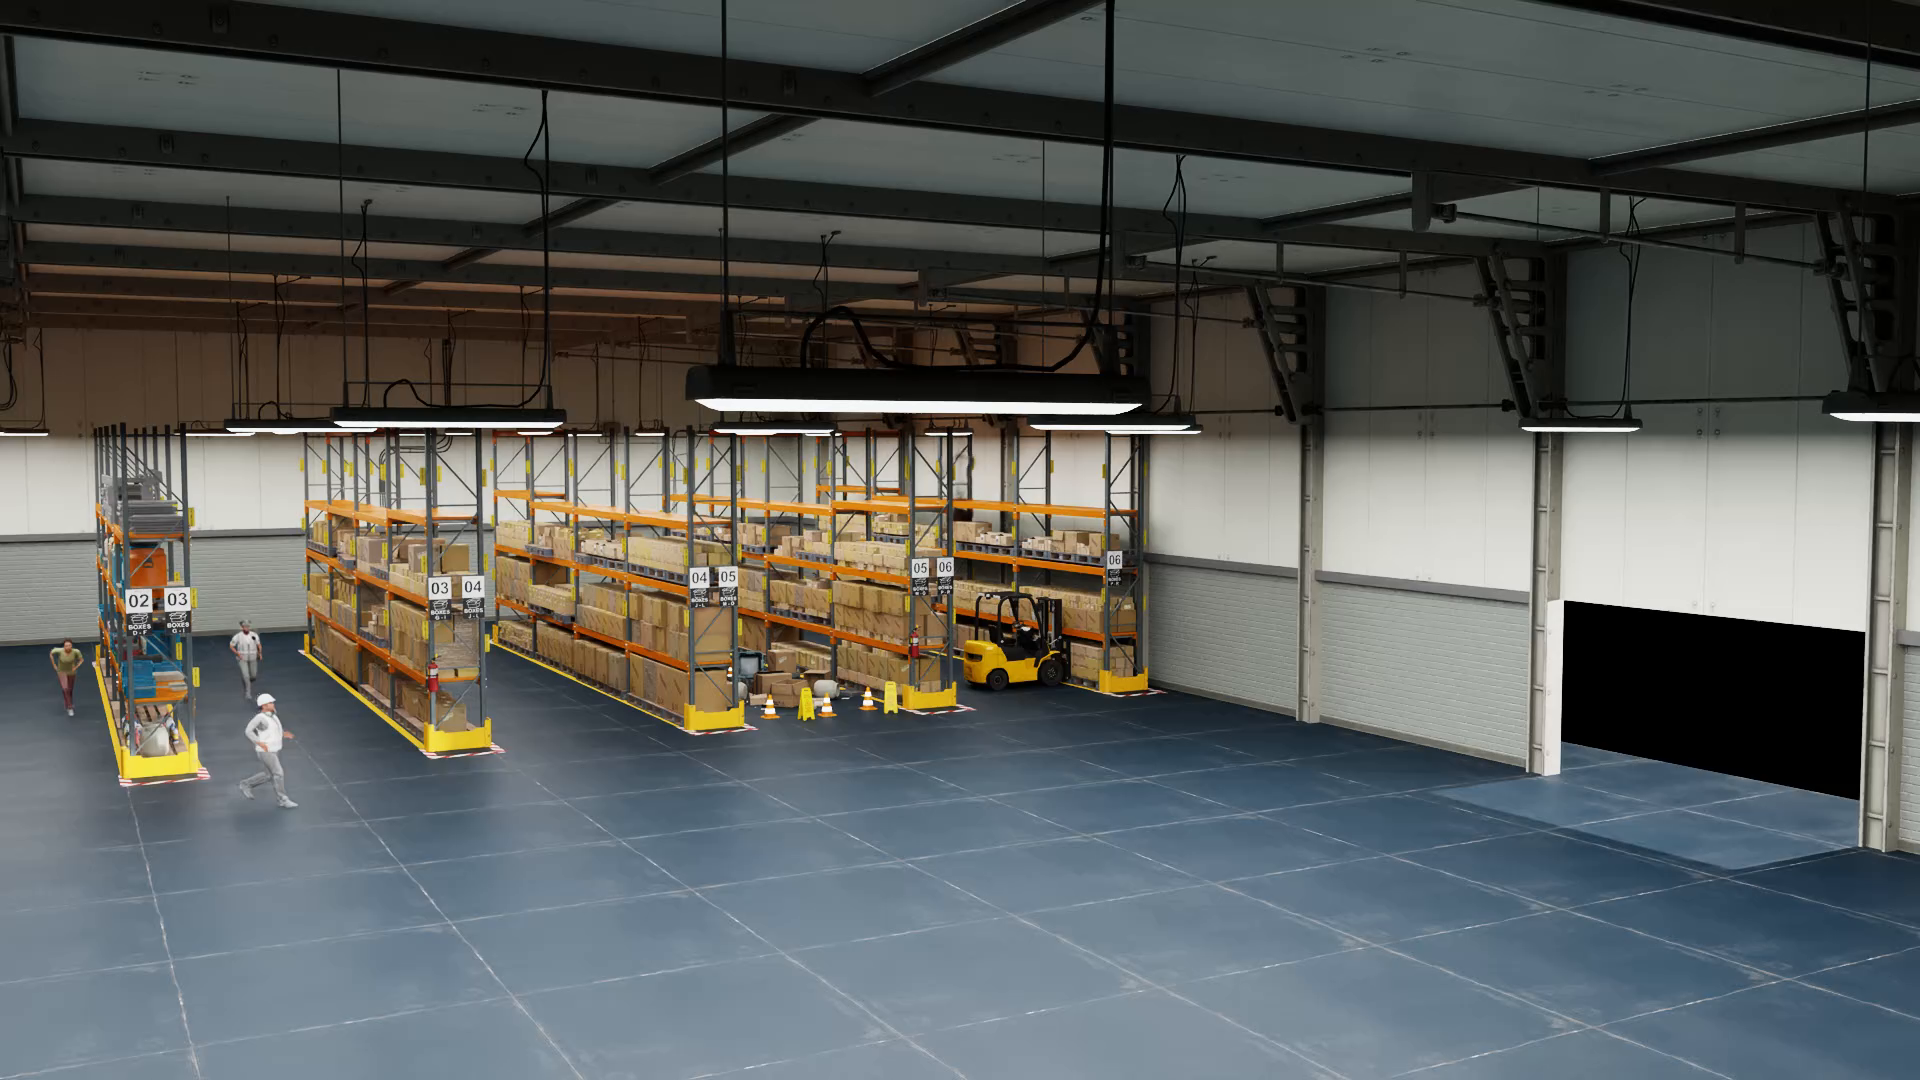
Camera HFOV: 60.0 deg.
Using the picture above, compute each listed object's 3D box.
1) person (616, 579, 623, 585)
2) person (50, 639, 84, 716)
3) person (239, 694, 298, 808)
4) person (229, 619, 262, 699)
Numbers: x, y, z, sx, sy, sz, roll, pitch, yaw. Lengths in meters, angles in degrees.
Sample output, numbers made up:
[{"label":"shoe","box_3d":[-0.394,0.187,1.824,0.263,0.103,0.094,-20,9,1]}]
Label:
[{"label":"person","box_3d":[-10.142,1.899,49.639,0.697,1.632,0.563,-2,4,-29]},{"label":"person","box_3d":[-18.682,2.839,34.798,0.616,1.625,1.003,-2,4,-29]},{"label":"person","box_3d":[-10.778,3.276,25.847,0.931,1.778,0.663,0,3,-2]},{"label":"person","box_3d":[-15.850,2.629,36.920,0.664,1.749,0.632,-3,4,-36]}]
